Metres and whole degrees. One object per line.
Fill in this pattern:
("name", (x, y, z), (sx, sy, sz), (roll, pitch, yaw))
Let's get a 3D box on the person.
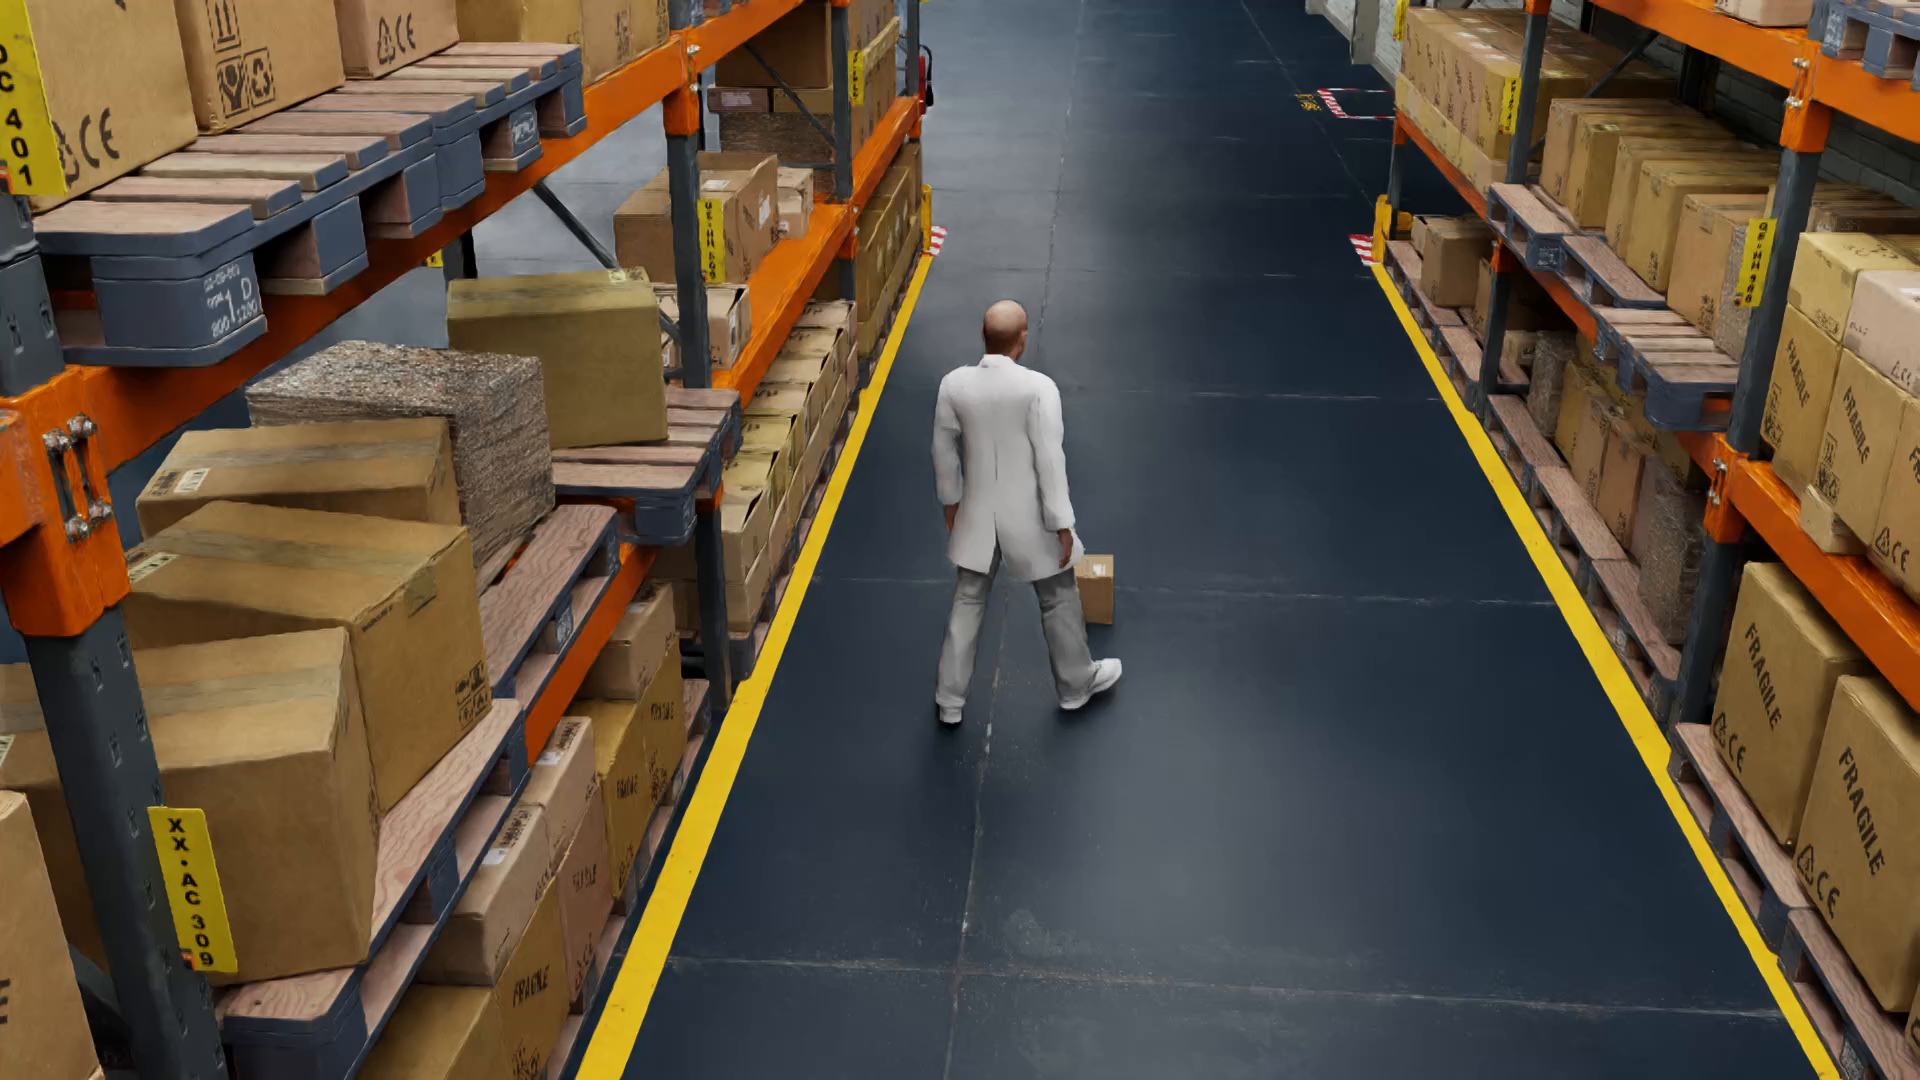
("person", (0.237, -0.120, 6.848), (0.736, 1.759, 0.714), (12, 27, 26))
